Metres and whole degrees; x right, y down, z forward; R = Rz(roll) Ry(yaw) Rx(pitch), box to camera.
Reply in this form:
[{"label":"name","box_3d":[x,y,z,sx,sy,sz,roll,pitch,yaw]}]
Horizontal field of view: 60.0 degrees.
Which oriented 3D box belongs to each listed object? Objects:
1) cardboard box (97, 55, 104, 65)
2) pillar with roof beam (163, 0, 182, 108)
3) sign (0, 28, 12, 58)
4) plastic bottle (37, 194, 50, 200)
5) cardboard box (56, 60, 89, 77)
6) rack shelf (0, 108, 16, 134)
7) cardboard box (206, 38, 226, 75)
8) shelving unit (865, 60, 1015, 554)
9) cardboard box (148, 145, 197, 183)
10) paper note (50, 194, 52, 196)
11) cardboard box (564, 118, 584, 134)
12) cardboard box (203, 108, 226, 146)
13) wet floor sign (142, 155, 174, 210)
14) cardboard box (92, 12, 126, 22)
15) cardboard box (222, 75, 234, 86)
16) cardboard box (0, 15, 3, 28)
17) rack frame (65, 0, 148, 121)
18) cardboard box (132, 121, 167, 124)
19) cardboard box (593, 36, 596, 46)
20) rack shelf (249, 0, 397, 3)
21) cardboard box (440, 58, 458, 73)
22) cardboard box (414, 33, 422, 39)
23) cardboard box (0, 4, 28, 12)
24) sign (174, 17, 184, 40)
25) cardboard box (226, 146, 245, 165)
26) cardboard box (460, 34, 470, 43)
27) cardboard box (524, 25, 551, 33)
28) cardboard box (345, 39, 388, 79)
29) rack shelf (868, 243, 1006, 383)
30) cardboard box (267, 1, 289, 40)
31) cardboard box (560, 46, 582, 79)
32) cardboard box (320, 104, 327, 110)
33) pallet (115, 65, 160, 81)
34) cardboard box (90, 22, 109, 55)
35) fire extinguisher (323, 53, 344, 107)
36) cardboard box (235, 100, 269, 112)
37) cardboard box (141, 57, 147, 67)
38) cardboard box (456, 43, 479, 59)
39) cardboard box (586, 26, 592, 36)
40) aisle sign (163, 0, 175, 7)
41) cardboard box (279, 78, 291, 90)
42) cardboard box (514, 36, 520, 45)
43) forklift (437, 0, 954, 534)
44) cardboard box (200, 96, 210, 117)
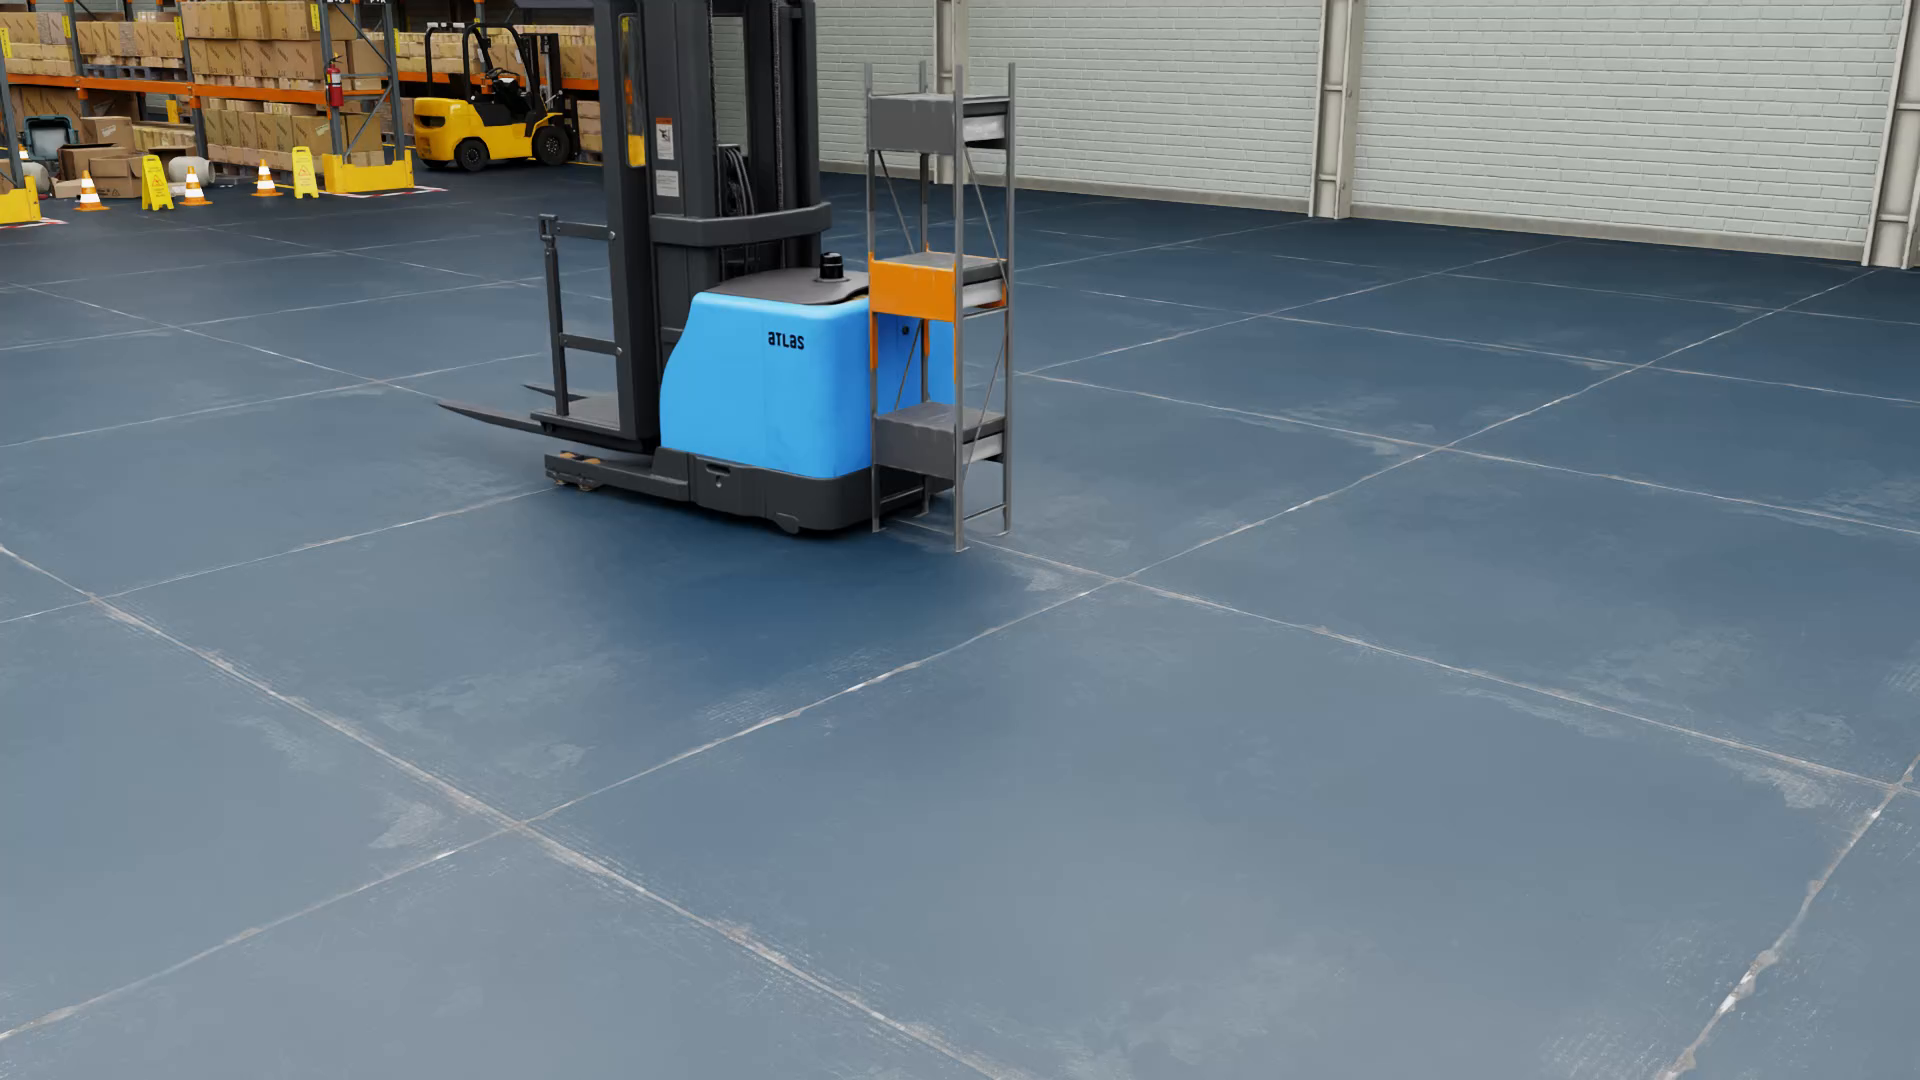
[{"label":"cardboard box","box_3d":[-13.478,-7.645,26.463,0.250,0.149,0.380,13,22,36]},{"label":"pillar with roof beam","box_3d":[-20.929,-13.162,34.210,0.400,9.000,9.100,15,23,39]},{"label":"sign","box_3d":[-10.815,-5.630,18.831,0.005,0.325,0.100,15,23,39]},{"label":"plastic bottle","box_3d":[-11.888,-4.418,21.432,0.133,0.061,0.283,7,19,21]},{"label":"cardboard box","box_3d":[-14.512,-7.773,27.393,0.500,0.250,0.500,14,22,37]},{"label":"rack shelf","box_3d":[-12.684,-5.114,19.956,4.000,0.370,1.077,15,23,39]},{"label":"cardboard box","box_3d":[-10.435,-6.941,23.867,0.500,0.500,0.500,15,23,39]},{"label":"shelving unit","box_3d":[-0.085,-1.031,7.389,0.503,2.100,0.431,13,22,36]},{"label":"cardboard box","box_3d":[-11.071,-5.285,23.435,0.500,0.500,0.500,-3,18,-8]},{"label":"paper note","box_3d":[-11.949,-4.581,22.008,0.172,0.023,0.155,-9,20,-27]},{"label":"cardboard box","box_3d":[-6.025,-6.676,26.714,0.500,0.250,0.500,14,23,38]},{"label":"cardboard box","box_3d":[-10.707,-6.066,24.378,0.500,0.500,0.500,16,24,42]},{"label":"wet floor sign","box_3d":[-9.852,-4.375,20.331,0.232,0.644,0.267,11,20,30]},{"label":"cardboard box","box_3d":[-14.168,-8.480,27.556,0.500,0.500,0.500,14,22,37]},{"label":"cardboard box","box_3d":[-10.343,-6.600,23.865,0.250,0.149,0.380,16,24,41]},{"label":"cardboard box","box_3d":[-16.416,-8.880,28.815,0.500,0.500,0.500,15,23,39]},{"label":"rack frame","box_3d":[-13.961,-7.802,27.236,0.127,3.000,1.000,15,23,39]},{"label":"cardboard box","box_3d":[-13.545,-6.634,27.205,0.625,0.372,0.950,13,22,36]},{"label":"cardboard box","box_3d":[-5.495,-7.793,25.970,0.250,0.149,0.380,16,23,40]},{"label":"rack shelf","box_3d":[-12.165,-10.414,31.697,4.000,0.370,1.077,15,23,39]},{"label":"cardboard box","box_3d":[-8.608,-8.192,28.715,0.500,0.250,0.500,15,23,39]},{"label":"cardboard box","box_3d":[-9.395,-8.865,29.347,0.250,0.149,0.380,15,23,39]},{"label":"cardboard box","box_3d":[-17.017,-9.560,29.887,0.250,0.149,0.380,15,23,38]},{"label":"sign","box_3d":[-11.335,-7.424,24.132,0.005,0.325,0.100,15,23,39]},{"label":"cardboard box","box_3d":[-10.301,-5.604,24.162,0.500,0.250,0.500,17,24,42]},{"label":"cardboard box","box_3d":[-8.286,-8.545,28.341,0.250,0.149,0.380,15,23,38]},{"label":"cardboard box","box_3d":[-6.847,-8.288,27.038,0.250,0.149,0.380,15,23,38]},{"label":"cardboard box","box_3d":[-8.148,-6.543,22.612,0.500,0.500,0.500,15,23,38]},{"label":"rack shelf","box_3d":[-0.085,-1.018,7.393,0.480,0.518,0.431,13,22,36]},{"label":"cardboard box","box_3d":[-8.878,-7.018,22.456,0.500,0.500,0.700,15,23,40]},{"label":"cardboard box","box_3d":[-5.994,-7.615,26.483,0.500,0.500,0.500,14,23,38]},{"label":"cardboard box","box_3d":[-11.889,-8.178,31.859,0.500,0.500,0.500,16,24,42]},{"label":"pallet","box_3d":[-12.454,-7.322,26.042,1.213,0.211,1.003,15,23,39]},{"label":"cardboard box","box_3d":[-13.384,-7.946,26.338,0.500,0.500,0.500,17,24,42]},{"label":"fire extinguisher","box_3d":[-8.198,-6.031,21.785,0.183,0.674,0.296,15,23,39]},{"label":"cardboard box","box_3d":[-10.065,-6.180,23.666,0.250,0.149,0.380,17,24,42]},{"label":"cardboard box","box_3d":[-12.291,-7.328,25.464,0.250,0.149,0.380,15,23,39]},{"label":"cardboard box","box_3d":[-8.215,-8.330,28.322,0.500,0.250,0.500,14,23,38]},{"label":"cardboard box","box_3d":[-5.649,-7.998,26.124,0.250,0.149,0.380,15,23,40]},{"label":"aisle sign","box_3d":[-16.899,-11.718,35.279,0.004,0.787,0.394,15,23,39]},{"label":"cardboard box","box_3d":[-9.053,-6.229,22.696,0.250,0.149,0.380,16,23,40]},{"label":"cardboard box","box_3d":[-7.070,-8.192,27.227,0.250,0.149,0.380,16,23,40]},{"label":"forklift","box_3d":[-1.500,-1.757,8.302,3.031,2.935,1.130,12,21,34]},{"label":"cardboard box","box_3d":[-15.645,-9.216,35.130,0.500,0.500,0.700,16,24,41]}]
